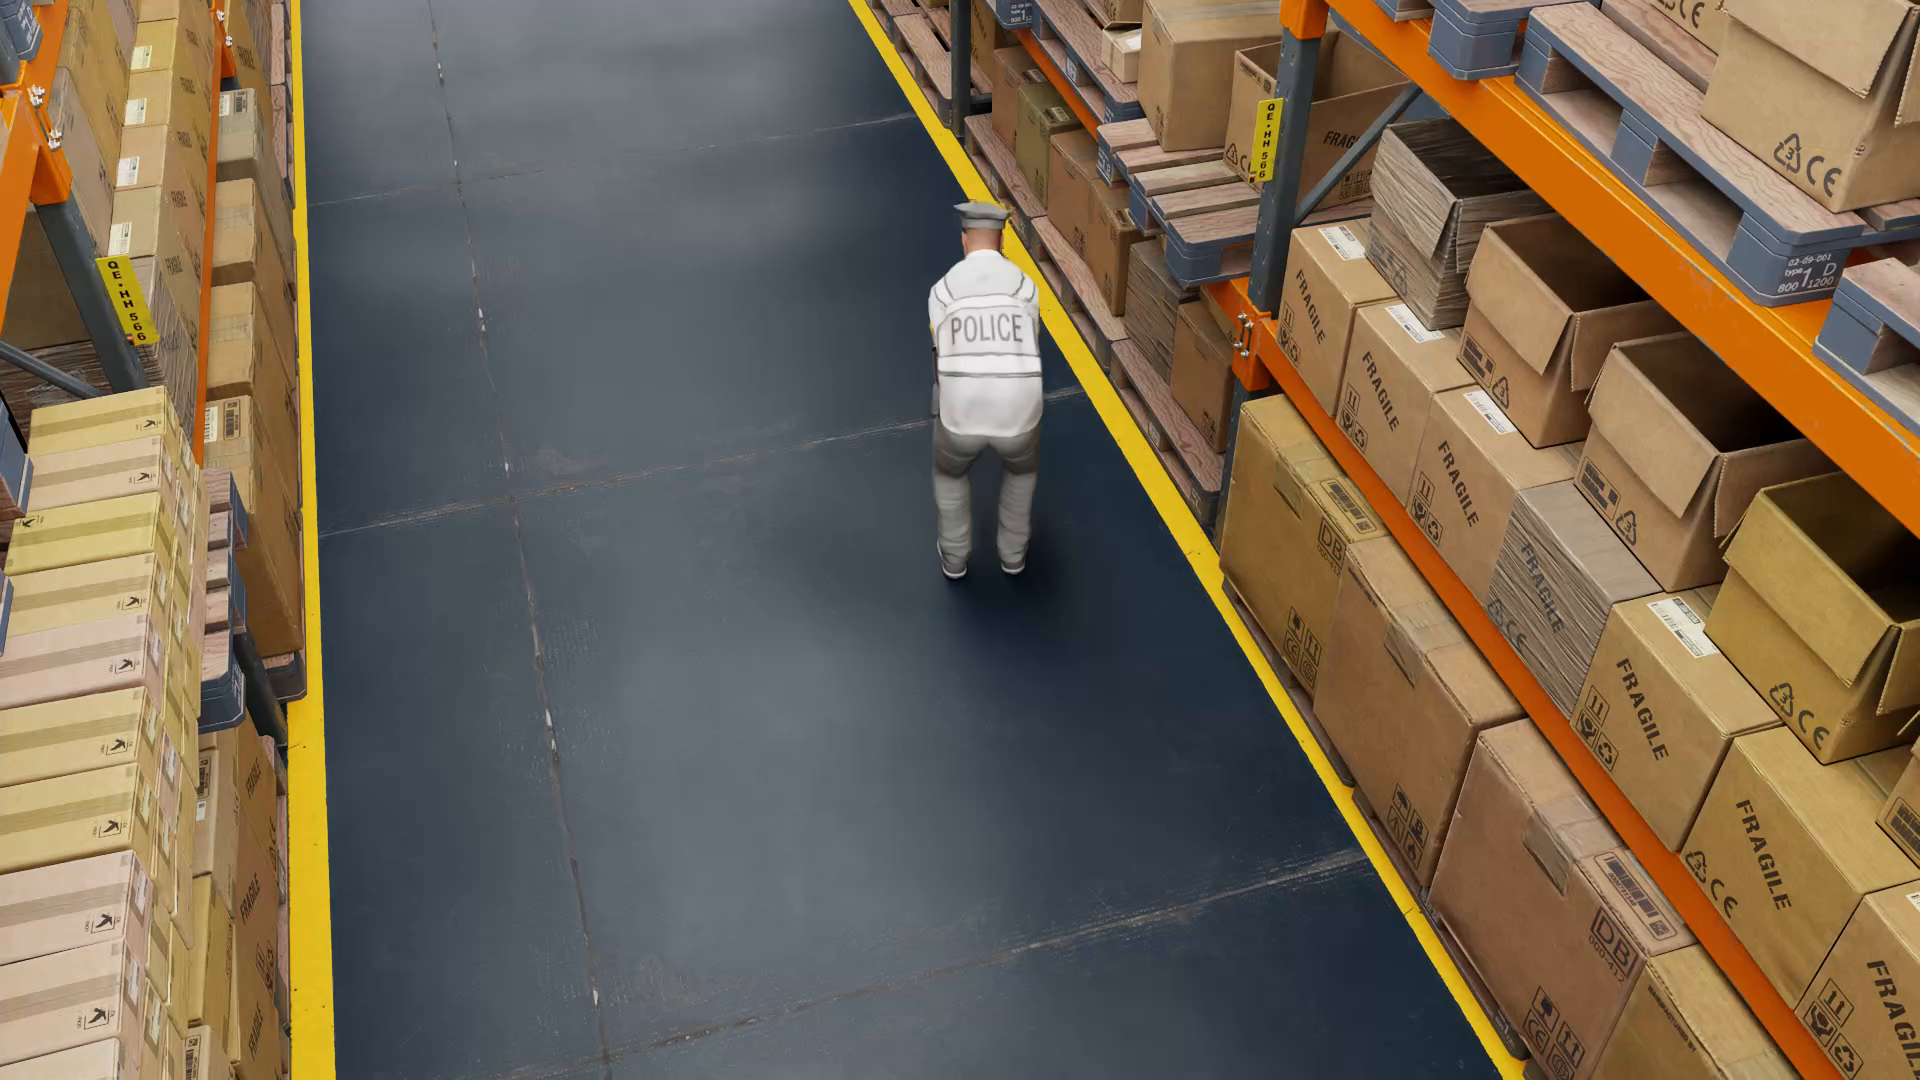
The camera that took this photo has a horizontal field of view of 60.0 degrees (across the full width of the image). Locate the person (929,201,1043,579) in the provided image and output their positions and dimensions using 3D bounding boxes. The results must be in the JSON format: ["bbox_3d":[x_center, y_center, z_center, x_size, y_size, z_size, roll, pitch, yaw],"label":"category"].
[{"bbox_3d":[0.106,-0.599,6.984,0.467,1.541,0.858,0,42,0],"label":"person"}]
